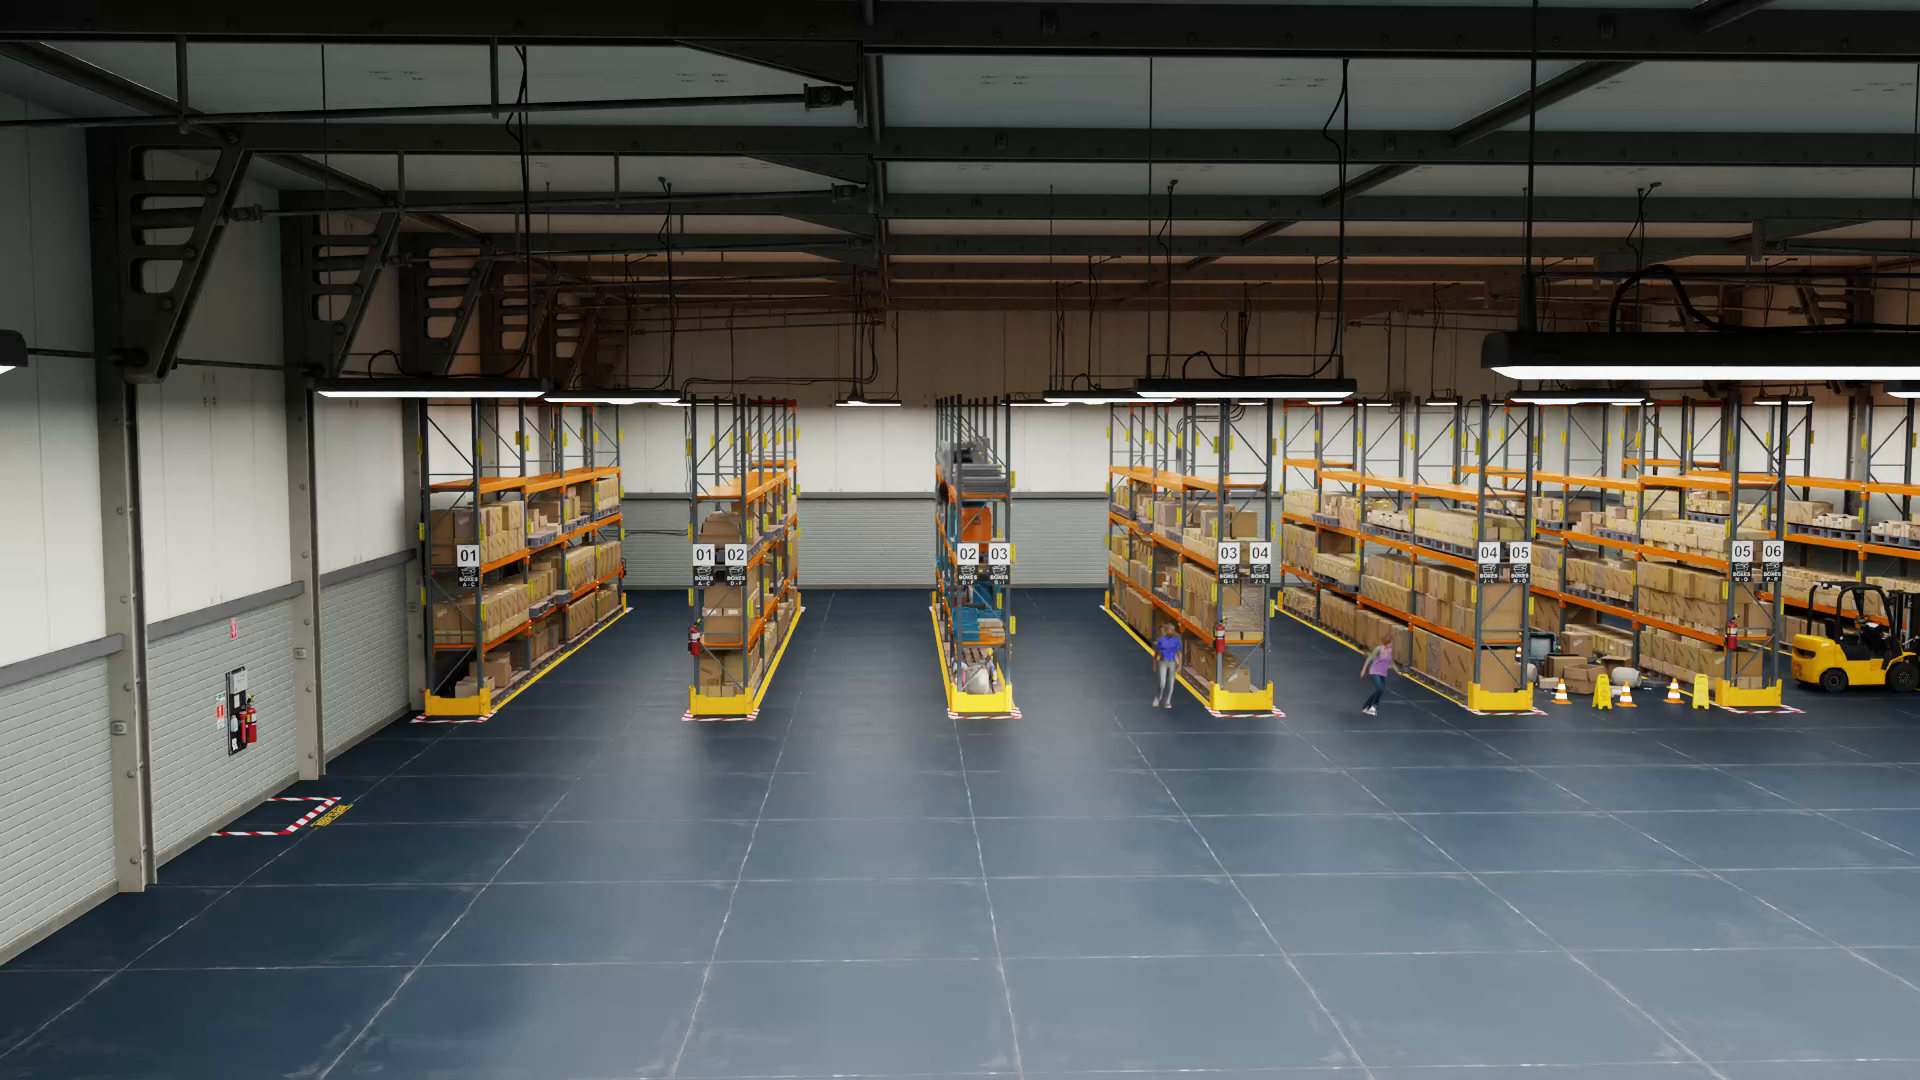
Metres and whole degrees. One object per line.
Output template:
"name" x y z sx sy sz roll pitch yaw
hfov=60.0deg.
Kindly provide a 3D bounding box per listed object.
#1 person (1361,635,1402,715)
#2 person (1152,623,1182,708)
"person" 7.819 2.511 30.960 0.543 1.530 0.700 -3 5 -32
"person" 3.947 2.398 31.682 0.531 1.638 0.453 0 5 -3
